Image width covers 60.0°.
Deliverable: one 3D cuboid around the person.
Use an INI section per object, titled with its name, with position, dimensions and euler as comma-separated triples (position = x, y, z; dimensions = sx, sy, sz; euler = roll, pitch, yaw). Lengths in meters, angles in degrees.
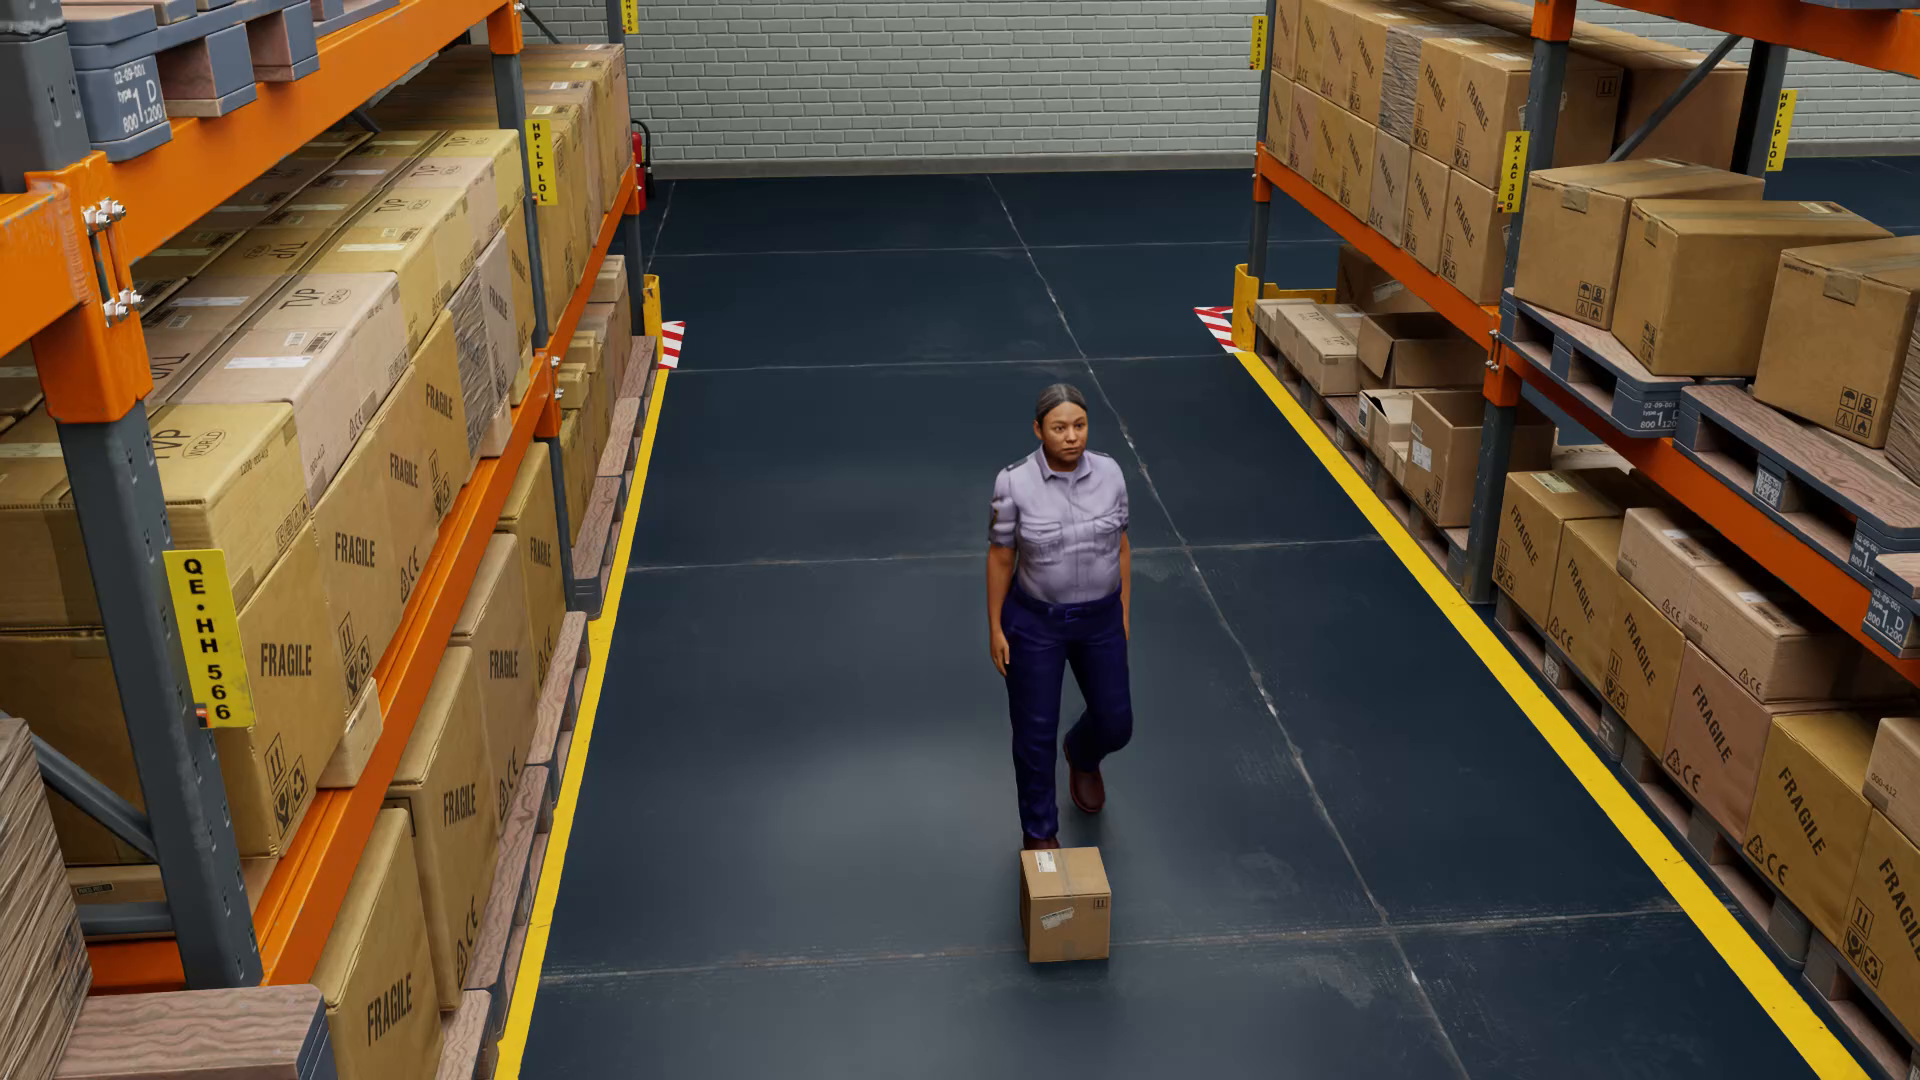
[person]
position = 0.331, 0.276, 5.467
dimensions = 0.491, 1.641, 0.584
euler = -6, 25, -14
